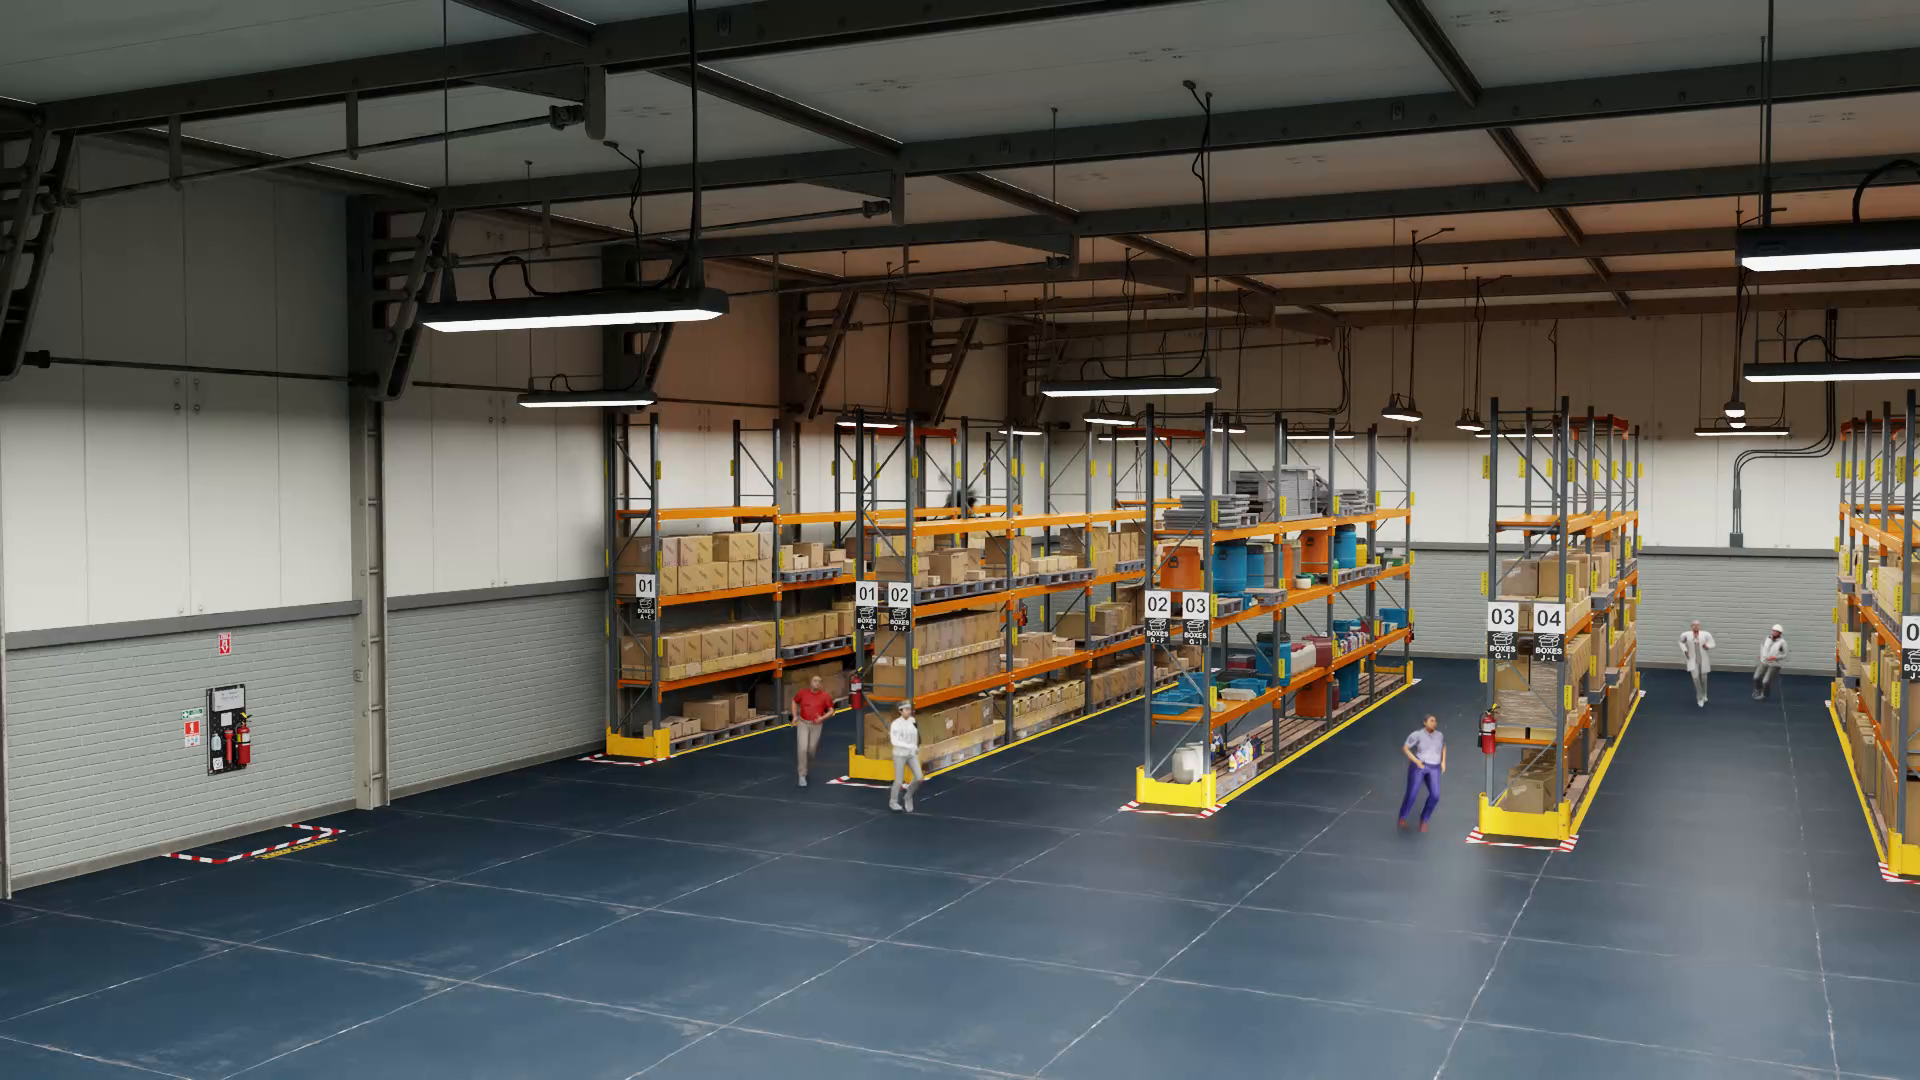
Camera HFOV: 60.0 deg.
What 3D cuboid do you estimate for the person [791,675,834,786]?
[{"bbox_3d":[-2.372,3.033,26.779,0.677,1.730,0.838,0,2,-9],"label":"person"}]

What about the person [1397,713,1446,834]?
[{"bbox_3d":[6.455,3.237,23.114,0.660,1.659,0.668,0,2,-3],"label":"person"}]

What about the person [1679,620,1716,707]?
[{"bbox_3d":[15.746,2.622,35.527,0.709,1.833,0.890,1,3,19],"label":"person"}]

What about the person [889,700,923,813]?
[{"bbox_3d":[-0.777,3.141,24.180,0.578,1.671,0.740,-2,3,-35],"label":"person"}]

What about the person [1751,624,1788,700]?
[{"bbox_3d":[17.479,2.647,35.931,0.775,1.678,0.658,2,3,37],"label":"person"}]
